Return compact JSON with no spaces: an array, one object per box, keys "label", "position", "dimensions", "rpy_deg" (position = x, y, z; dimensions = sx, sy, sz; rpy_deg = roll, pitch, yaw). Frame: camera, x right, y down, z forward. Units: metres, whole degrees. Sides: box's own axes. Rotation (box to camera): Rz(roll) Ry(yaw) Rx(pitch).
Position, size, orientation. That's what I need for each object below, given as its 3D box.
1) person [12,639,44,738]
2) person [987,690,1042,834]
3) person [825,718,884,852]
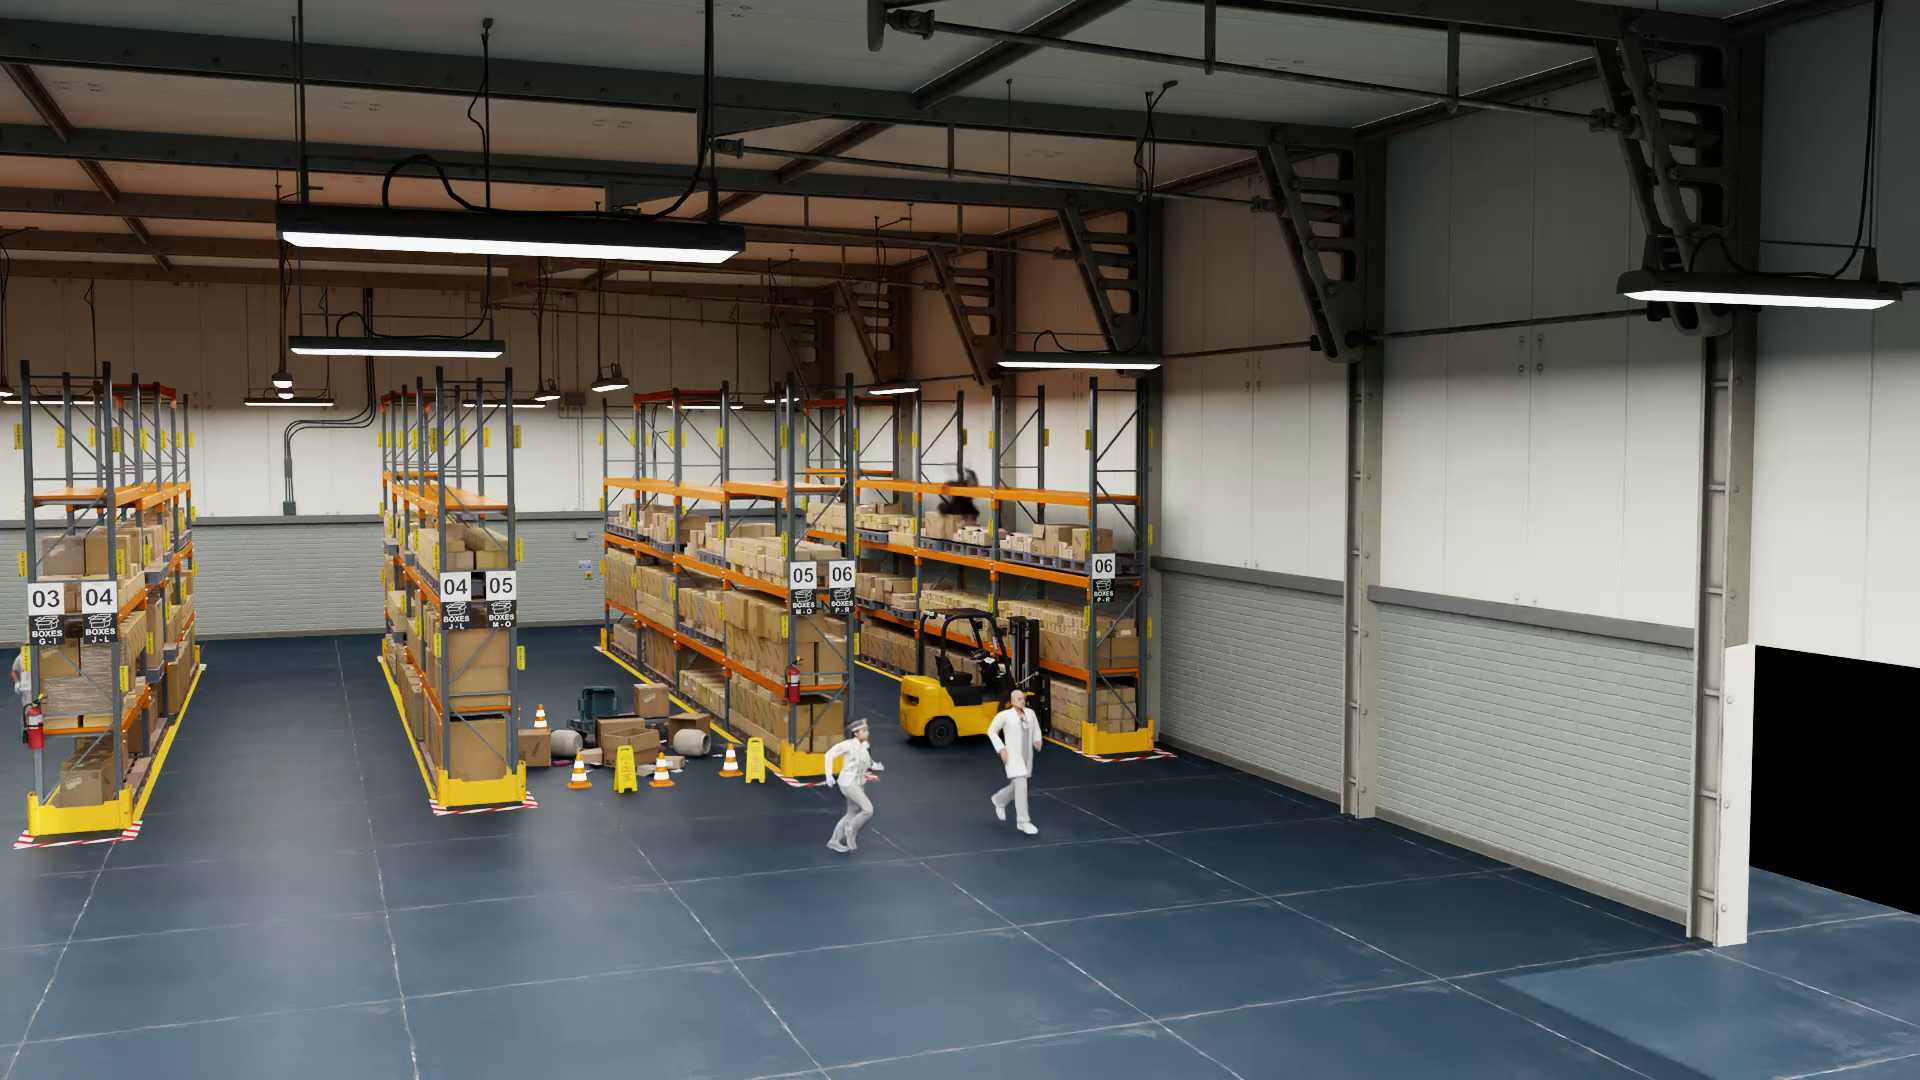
[{"label":"person","position":[-15.255,2.481,27.428],"dimensions":[0.666,1.746,0.618],"rpy_deg":[-2,4,-28]},{"label":"person","position":[0.725,2.795,21.316],"dimensions":[0.713,1.774,1.002],"rpy_deg":[-3,4,-37]},{"label":"person","position":[-1.268,2.955,19.999],"dimensions":[0.741,1.642,0.645],"rpy_deg":[2,4,29]}]
